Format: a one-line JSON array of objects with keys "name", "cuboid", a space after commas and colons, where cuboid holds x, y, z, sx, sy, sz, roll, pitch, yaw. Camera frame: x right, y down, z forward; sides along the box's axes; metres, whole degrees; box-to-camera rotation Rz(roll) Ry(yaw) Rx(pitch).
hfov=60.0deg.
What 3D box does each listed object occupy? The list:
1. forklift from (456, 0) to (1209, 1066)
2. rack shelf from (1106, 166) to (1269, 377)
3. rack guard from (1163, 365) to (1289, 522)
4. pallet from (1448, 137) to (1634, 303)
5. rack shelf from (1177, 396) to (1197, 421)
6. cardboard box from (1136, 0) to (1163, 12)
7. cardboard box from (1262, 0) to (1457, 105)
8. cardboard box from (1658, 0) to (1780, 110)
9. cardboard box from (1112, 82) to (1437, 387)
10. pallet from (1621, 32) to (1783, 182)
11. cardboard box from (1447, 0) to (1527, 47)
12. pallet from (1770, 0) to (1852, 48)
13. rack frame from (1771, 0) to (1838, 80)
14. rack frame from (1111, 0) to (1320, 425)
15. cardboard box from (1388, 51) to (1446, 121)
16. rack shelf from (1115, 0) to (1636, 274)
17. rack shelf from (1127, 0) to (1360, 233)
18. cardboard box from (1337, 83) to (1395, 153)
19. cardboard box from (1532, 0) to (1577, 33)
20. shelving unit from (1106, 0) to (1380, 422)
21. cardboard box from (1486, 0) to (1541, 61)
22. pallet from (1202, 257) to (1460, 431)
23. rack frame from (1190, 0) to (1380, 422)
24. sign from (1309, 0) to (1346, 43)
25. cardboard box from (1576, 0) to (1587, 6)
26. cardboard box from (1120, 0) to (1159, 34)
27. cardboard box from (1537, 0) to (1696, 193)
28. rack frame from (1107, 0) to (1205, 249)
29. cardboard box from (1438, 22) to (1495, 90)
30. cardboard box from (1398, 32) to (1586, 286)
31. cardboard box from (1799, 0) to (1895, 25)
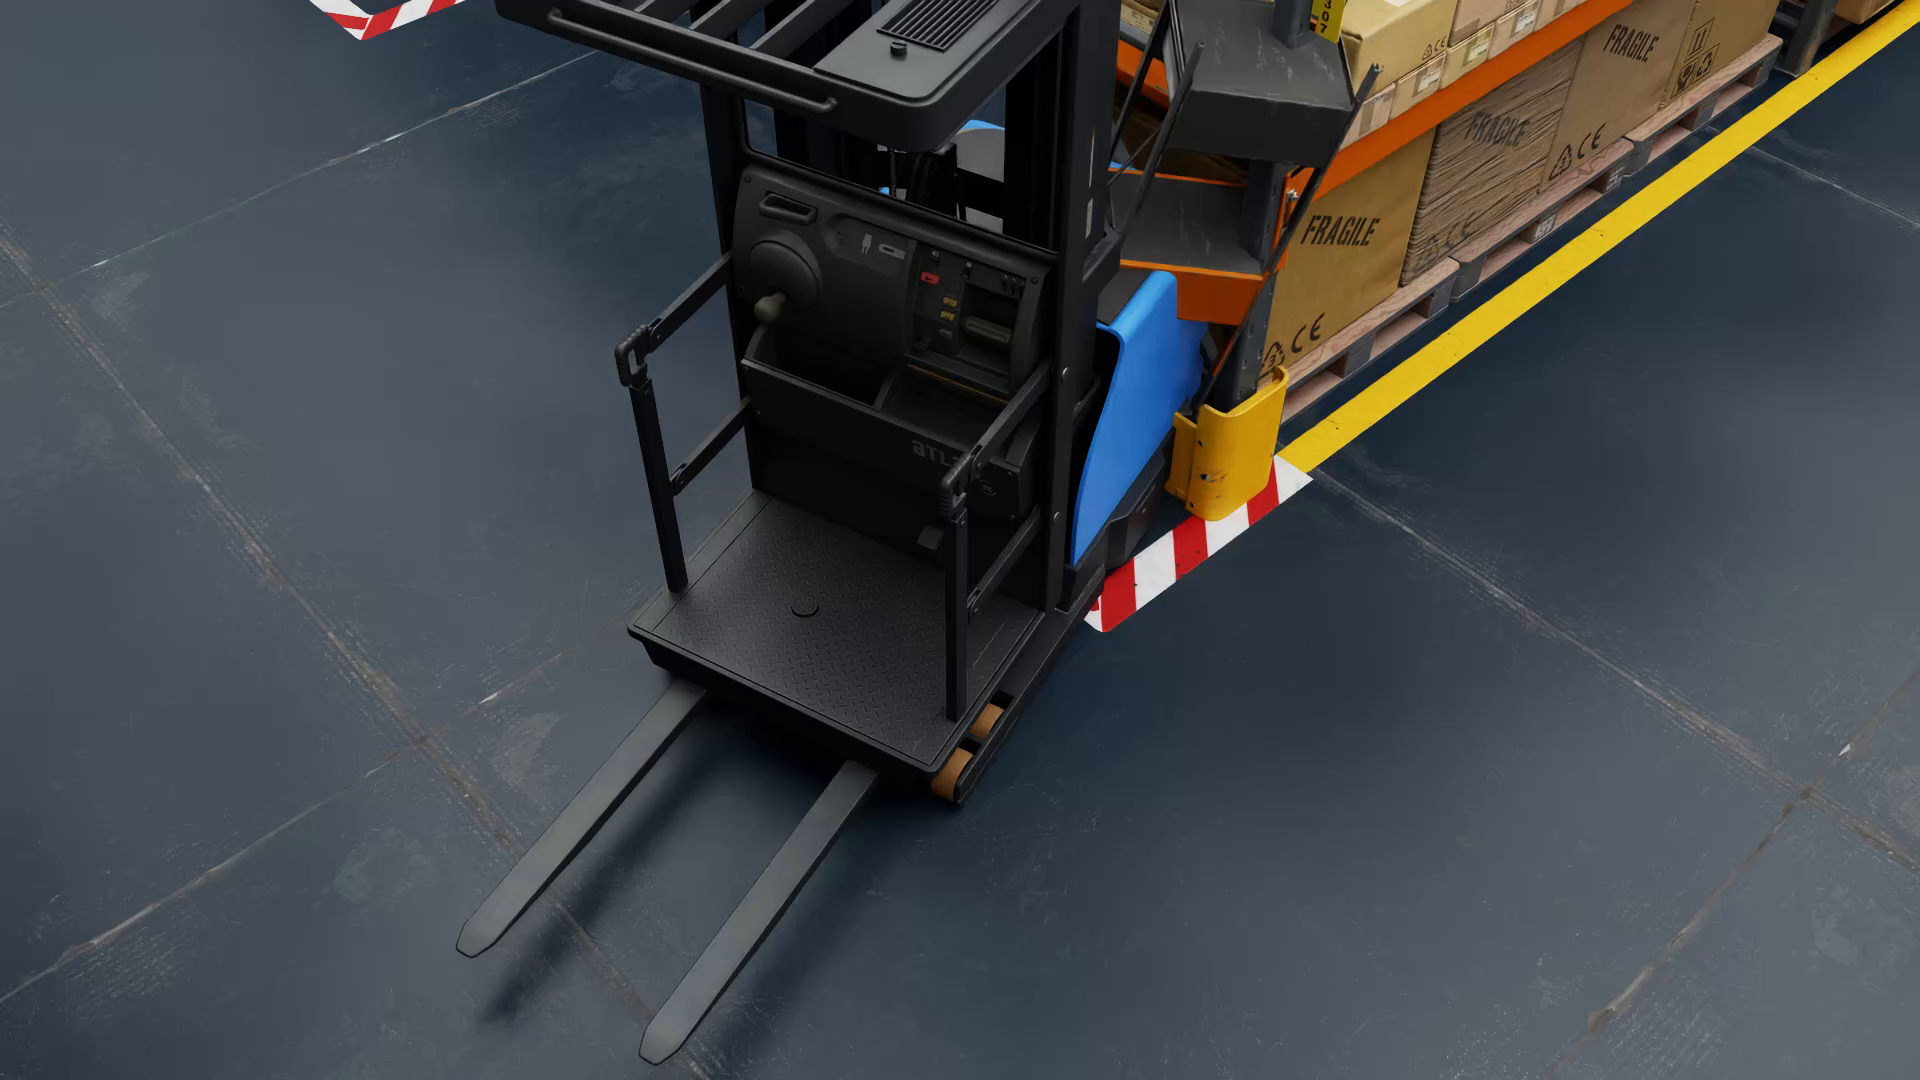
[{"name": "forklift", "cuboid": [-0.309, -0.596, 4.306, 1.130, 2.935, 3.031, 23, 51, 20]}, {"name": "rack shelf", "cuboid": [0.651, -0.866, 5.343, 0.480, 0.518, 0.431, 5, 57, -11]}, {"name": "rack guard", "cuboid": [0.610, -0.617, 5.979, 0.348, 0.500, 1.175, -34, 56, -27]}, {"name": "pallet", "cuboid": [2.069, -1.569, 7.054, 1.213, 0.211, 1.003, -34, 56, -27]}, {"name": "rack shelf", "cuboid": [0.513, -0.496, 5.920, 0.480, 0.518, 0.431, 5, 57, -11]}, {"name": "cardboard box", "cuboid": [0.808, -1.910, 5.371, 0.500, 0.250, 0.500, -35, 56, -28]}, {"name": "cardboard box", "cuboid": [1.164, -1.617, 5.101, 0.500, 0.250, 0.500, -35, 56, -28]}, {"name": "cardboard box", "cuboid": [3.045, -2.593, 7.262, 0.875, 0.875, 0.875, -34, 56, -27]}, {"name": "cardboard box", "cuboid": [1.047, -1.258, 6.030, 0.875, 0.875, 0.875, -34, 56, -27]}, {"name": "pallet", "cuboid": [2.972, -2.175, 7.613, 1.213, 0.211, 1.003, -34, 56, -27]}, {"name": "cardboard box", "cuboid": [1.545, -1.877, 5.341, 0.500, 0.250, 0.500, -34, 56, -28]}, {"name": "pallet", "cuboid": [4.107, -2.931, 8.311, 1.213, 0.211, 1.003, -34, 56, -27]}, {"name": "rack frame", "cuboid": [3.587, -3.454, 6.896, 0.127, 3.000, 1.000, -34, 56, -27]}, {"name": "rack frame", "cuboid": [0.628, -1.476, 5.071, 0.127, 3.000, 1.000, -34, 56, -27]}, {"name": "cardboard box", "cuboid": [1.301, -1.515, 5.278, 0.250, 0.149, 0.380, -35, 56, -28]}, {"name": "rack shelf", "cuboid": [2.107, -2.221, 6.248, 4.000, 0.370, 1.077, -34, 56, -27]}, {"name": "rack shelf", "cuboid": [0.789, -1.237, 4.765, 0.480, 0.518, 0.431, 5, 57, -11]}, {"name": "cardboard box", "cuboid": [1.112, -1.387, 5.160, 0.250, 0.149, 0.380, -33, 55, -27]}, {"name": "cardboard box", "cuboid": [1.871, -1.896, 5.630, 0.250, 0.149, 0.380, -35, 56, -28]}, {"name": "shelving unit", "cuboid": [0.654, -0.874, 5.331, 0.503, 2.100, 0.431, 5, 57, -11]}, {"name": "cardboard box", "cuboid": [1.683, -1.771, 5.514, 0.250, 0.149, 0.380, -35, 56, -28]}, {"name": "pallet", "cuboid": [1.167, -0.969, 6.500, 1.213, 0.211, 1.003, -34, 56, -27]}, {"name": "rack frame", "cuboid": [0.893, -0.854, 5.376, 0.015, 2.100, 0.400, 5, 57, -11]}, {"name": "sign", "cuboid": [0.997, -1.492, 4.443, 0.005, 0.325, 0.100, -34, 56, -27]}, {"name": "cardboard box", "cuboid": [2.062, -2.024, 5.748, 0.250, 0.149, 0.380, -34, 56, -27]}, {"name": "cardboard box", "cuboid": [0.670, -1.746, 5.491, 0.250, 0.149, 0.380, -33, 55, -27]}, {"name": "cardboard box", "cuboid": [2.379, -2.148, 6.851, 0.875, 0.875, 0.875, -34, 56, -27]}, {"name": "rack frame", "cuboid": [0.415, -0.893, 5.287, 0.015, 2.100, 0.400, 5, 57, -11]}, {"name": "cardboard box", "cuboid": [1.490, -1.642, 5.395, 0.250, 0.149, 0.380, -35, 56, -28]}, {"name": "cardboard box", "cuboid": [1.721, -1.708, 6.445, 0.875, 0.875, 0.875, -34, 56, -27]}, {"name": "cardboard box", "cuboid": [4.047, -3.203, 7.825, 0.875, 0.875, 1.225, -34, 56, -27]}]
